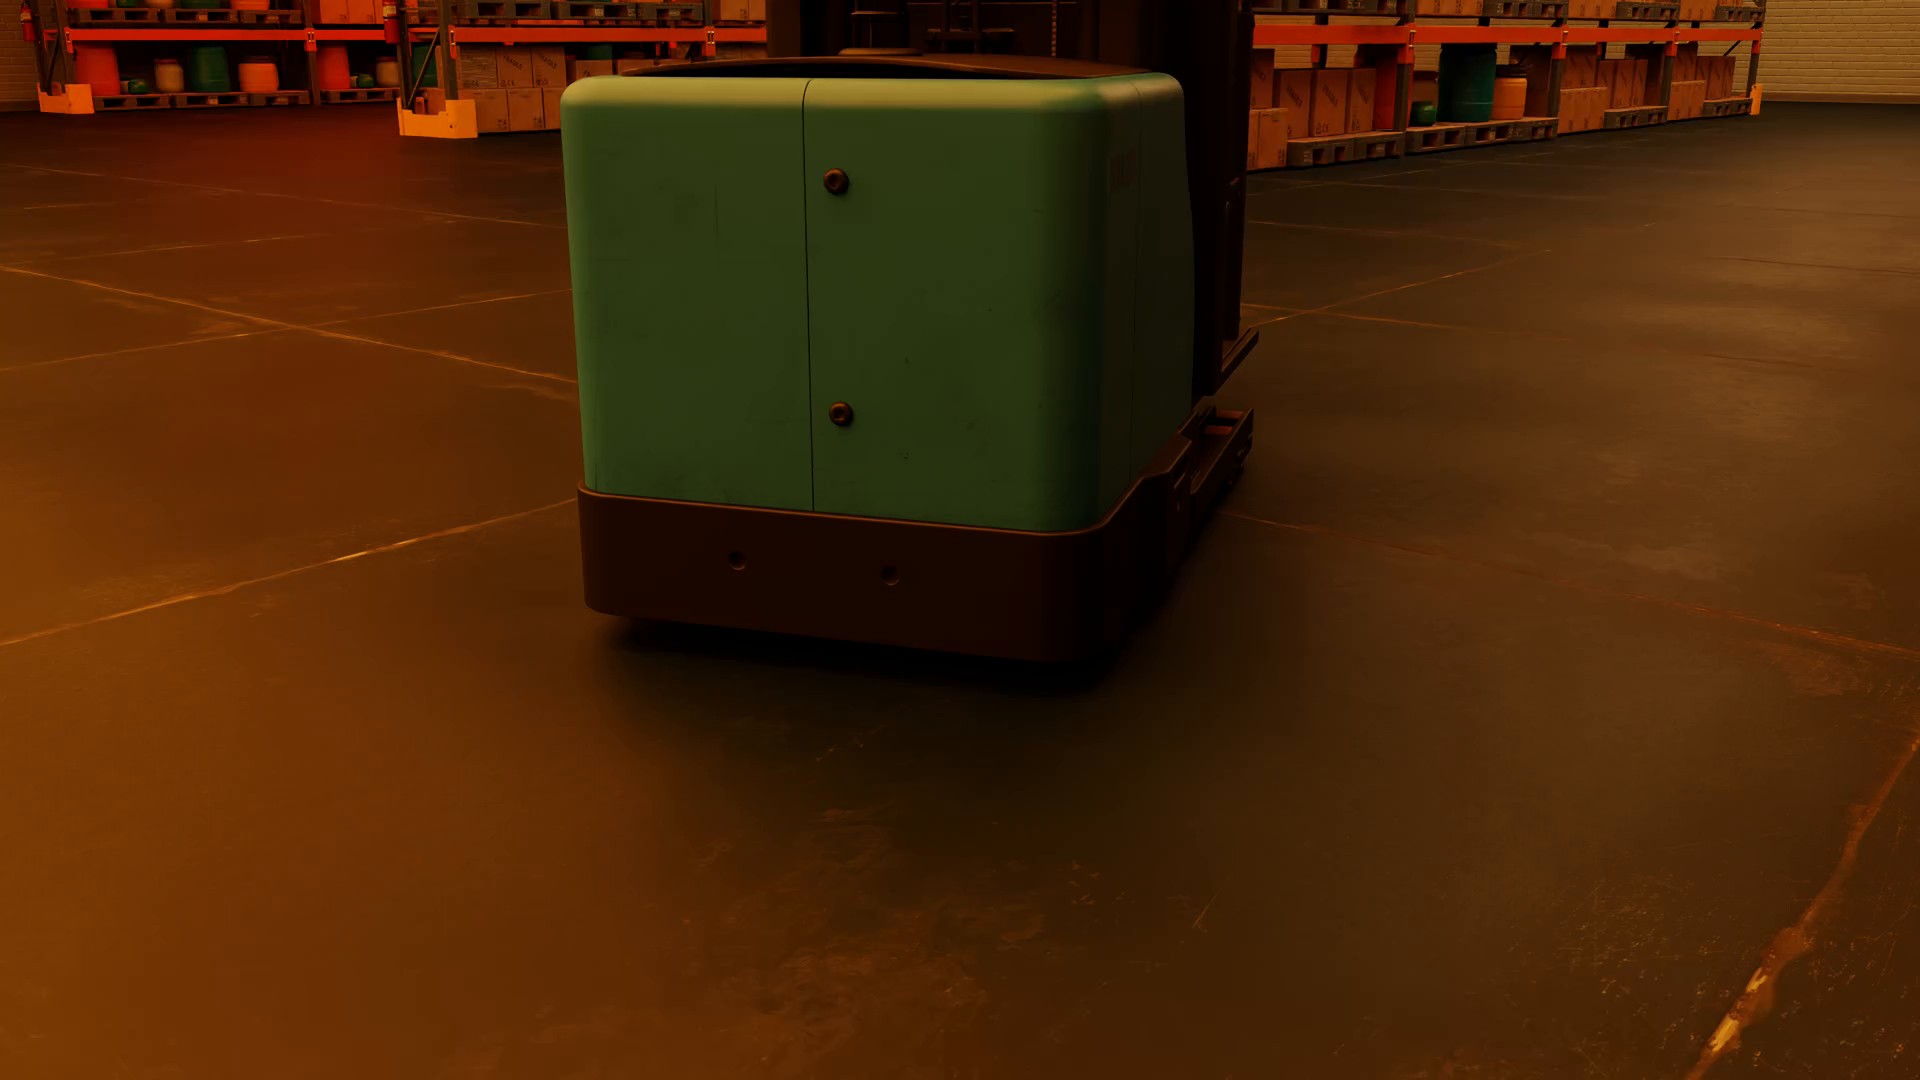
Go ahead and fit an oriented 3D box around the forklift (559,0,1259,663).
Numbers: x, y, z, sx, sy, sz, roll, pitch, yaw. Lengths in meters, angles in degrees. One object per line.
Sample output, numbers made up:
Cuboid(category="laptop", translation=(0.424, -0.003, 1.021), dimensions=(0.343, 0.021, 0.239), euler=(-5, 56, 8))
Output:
Cuboid(category="forklift", translation=(0.182, -1.571, 4.072), dimensions=(1.130, 2.935, 3.031), euler=(5, 18, 17))
